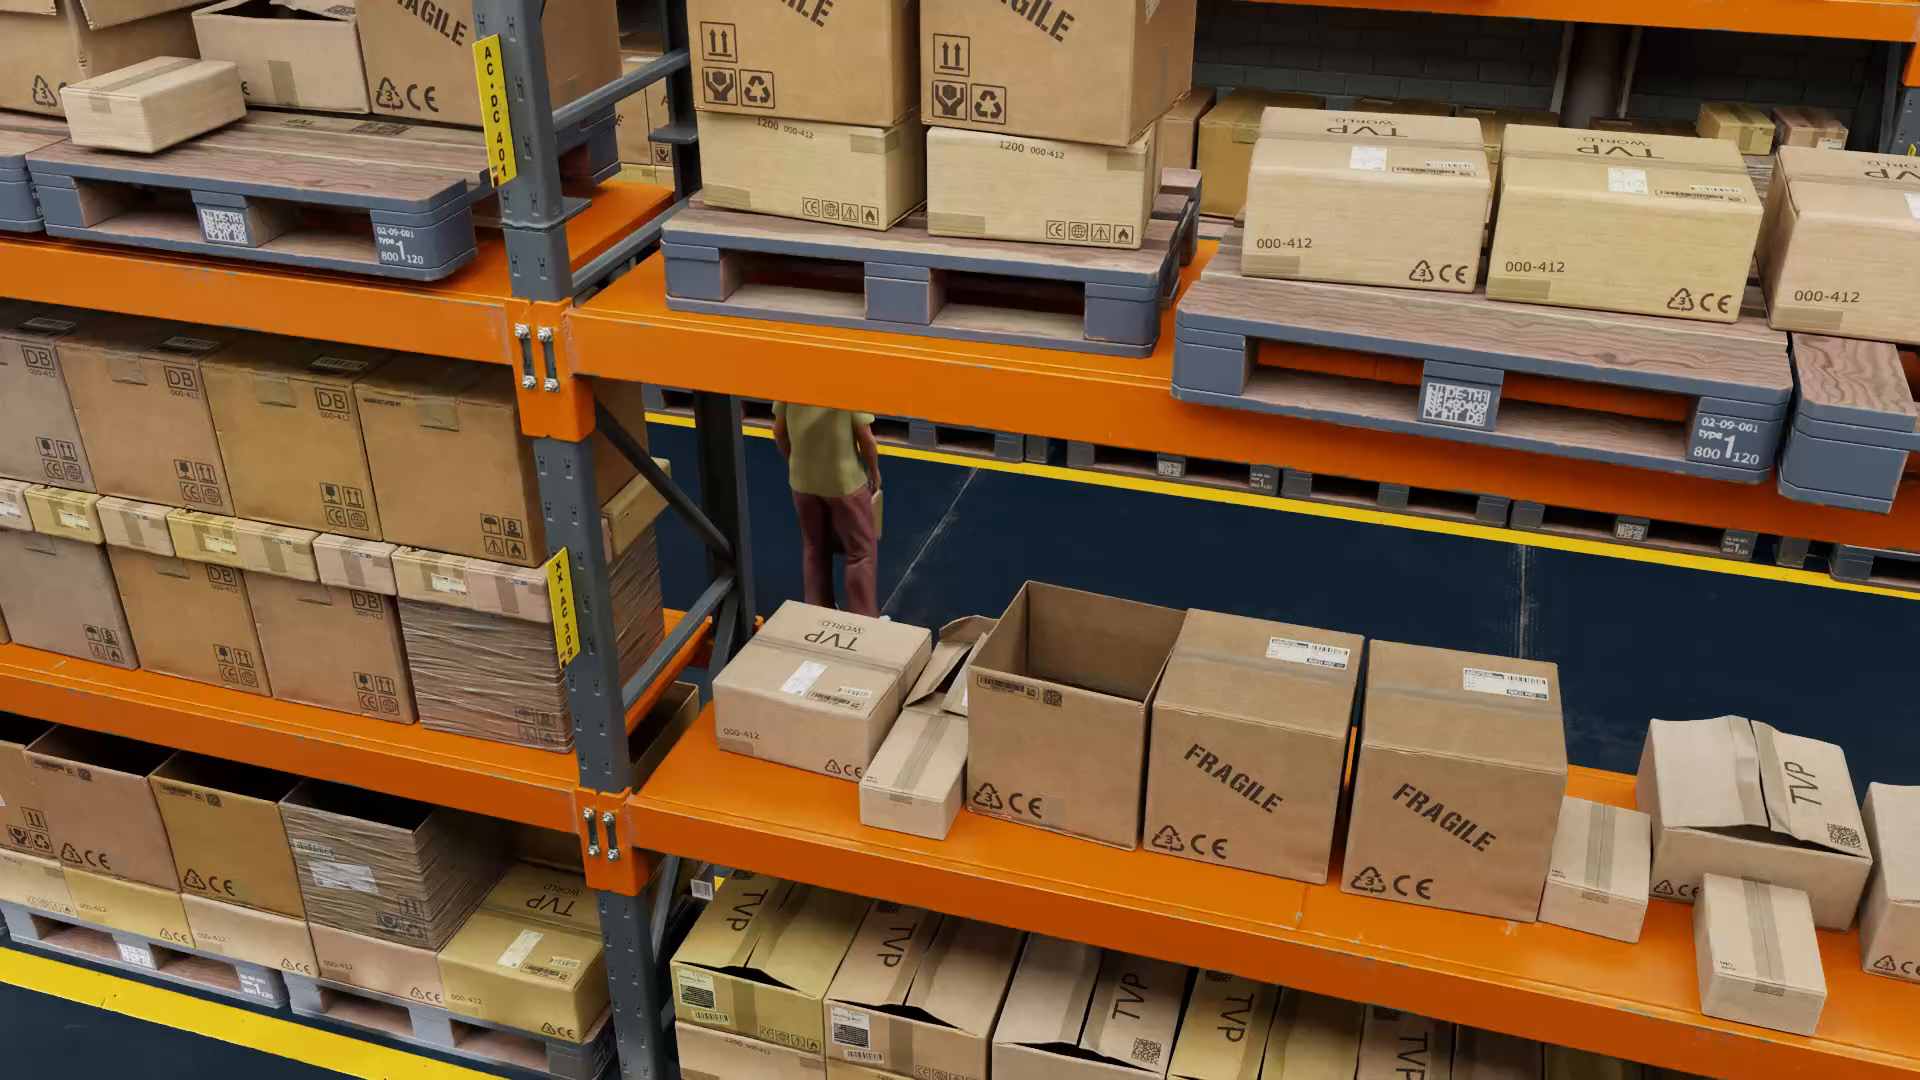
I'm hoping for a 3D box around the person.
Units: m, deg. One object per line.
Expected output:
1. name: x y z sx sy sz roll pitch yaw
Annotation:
1. person: -0.582 -0.278 7.566 0.481 1.676 0.414 8 30 14
